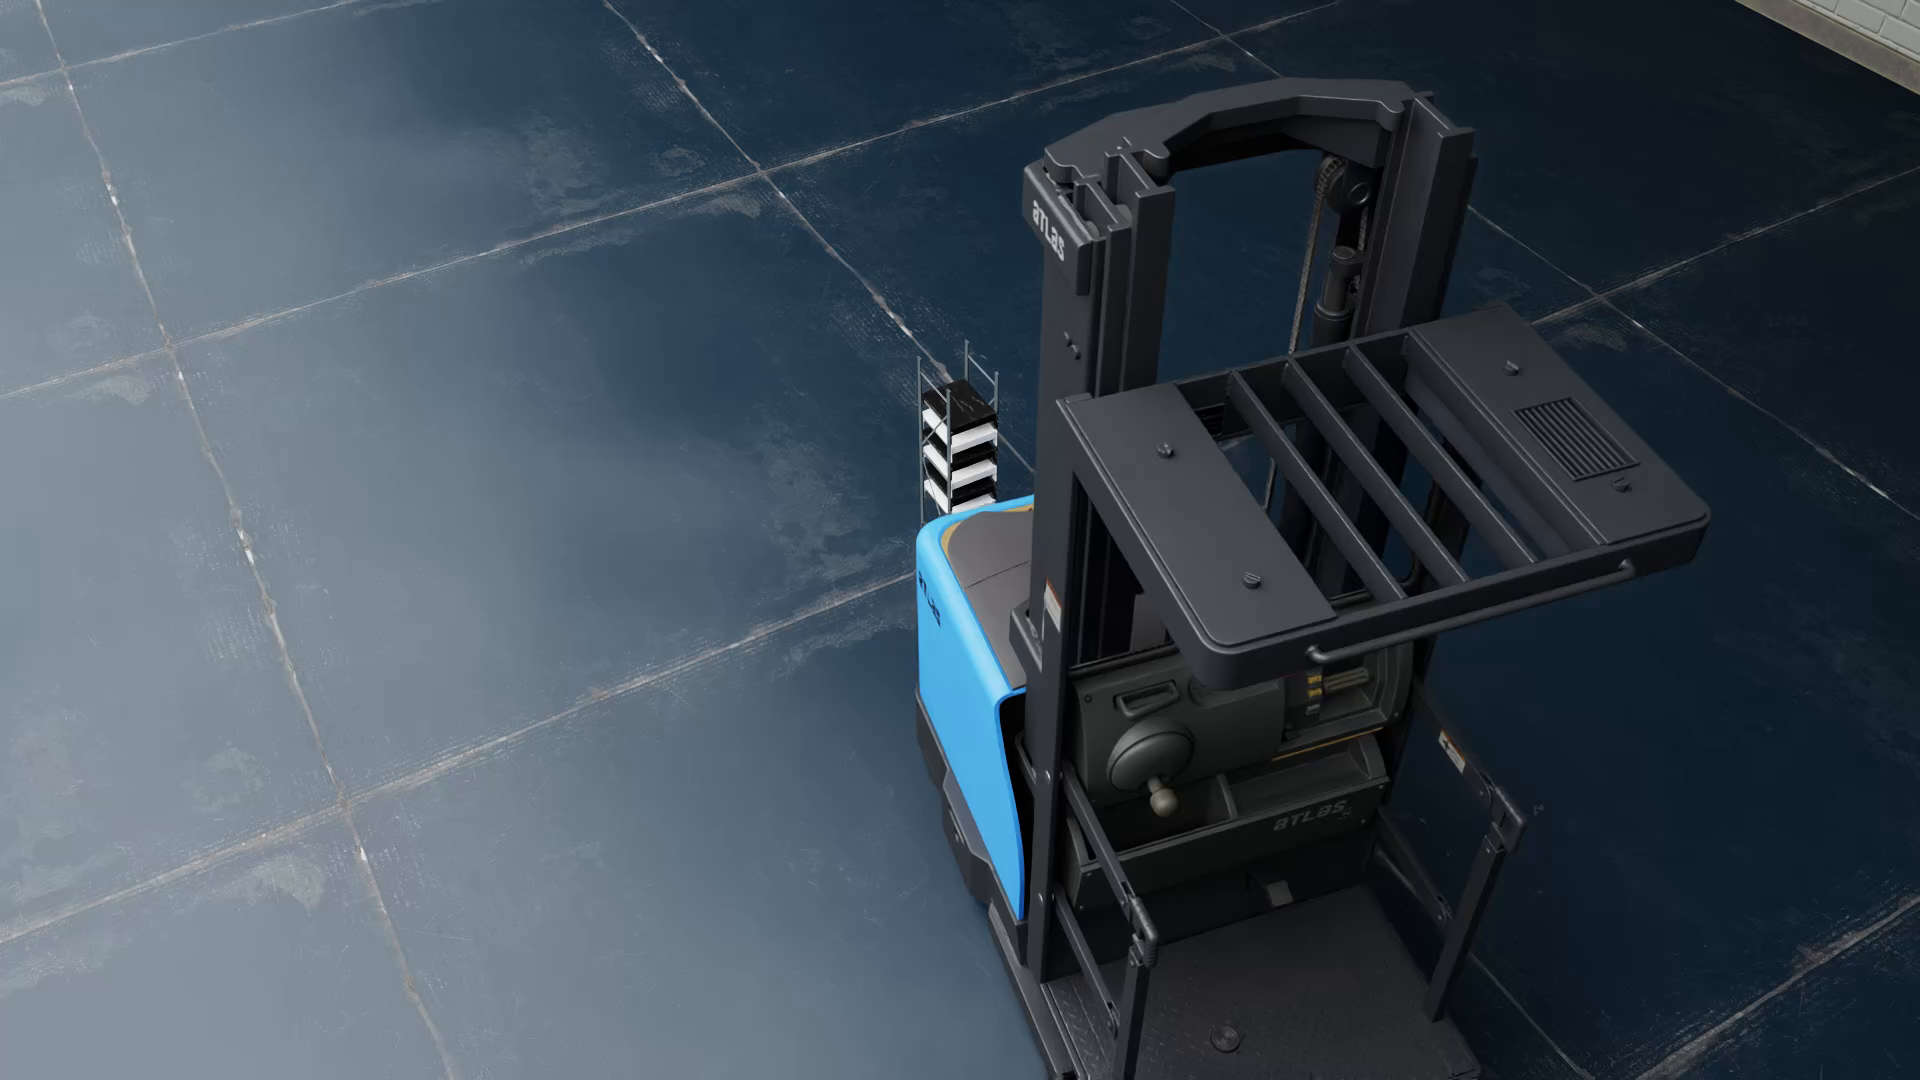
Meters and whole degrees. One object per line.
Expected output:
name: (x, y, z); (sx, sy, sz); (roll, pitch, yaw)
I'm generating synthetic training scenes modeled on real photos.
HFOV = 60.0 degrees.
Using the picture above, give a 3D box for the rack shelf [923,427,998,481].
rack shelf: (-0.007, -0.361, 6.394); (0.200, 0.077, 0.258); (-22, 48, -21)

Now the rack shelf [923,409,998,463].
rack shelf: (-0.007, -0.425, 6.332); (0.200, 0.077, 0.258); (-22, 48, -21)

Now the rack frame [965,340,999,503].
rack frame: (0.081, -0.355, 6.470); (0.006, 0.900, 0.240); (-22, 48, -21)

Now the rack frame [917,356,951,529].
rack frame: (-0.095, -0.285, 6.397); (0.006, 0.900, 0.240); (-22, 48, -21)

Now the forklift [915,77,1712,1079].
forklift: (0.811, 0.519, 4.111); (1.130, 2.935, 3.031); (-14, 46, -14)

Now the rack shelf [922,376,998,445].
rack shelf: (-0.007, -0.490, 6.269); (0.200, 0.077, 0.258); (-22, 48, -21)

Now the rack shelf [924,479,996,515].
rack shelf: (-0.007, -0.167, 6.582); (0.200, 0.077, 0.258); (-22, 48, -21)

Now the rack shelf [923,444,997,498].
rack shelf: (-0.007, -0.296, 6.457); (0.200, 0.077, 0.258); (-22, 48, -21)

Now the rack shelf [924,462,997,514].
rack shelf: (-0.007, -0.232, 6.520); (0.200, 0.077, 0.258); (-22, 48, -21)

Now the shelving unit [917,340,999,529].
shelving unit: (-0.007, -0.320, 6.434); (0.210, 0.900, 0.258); (-22, 48, -21)
